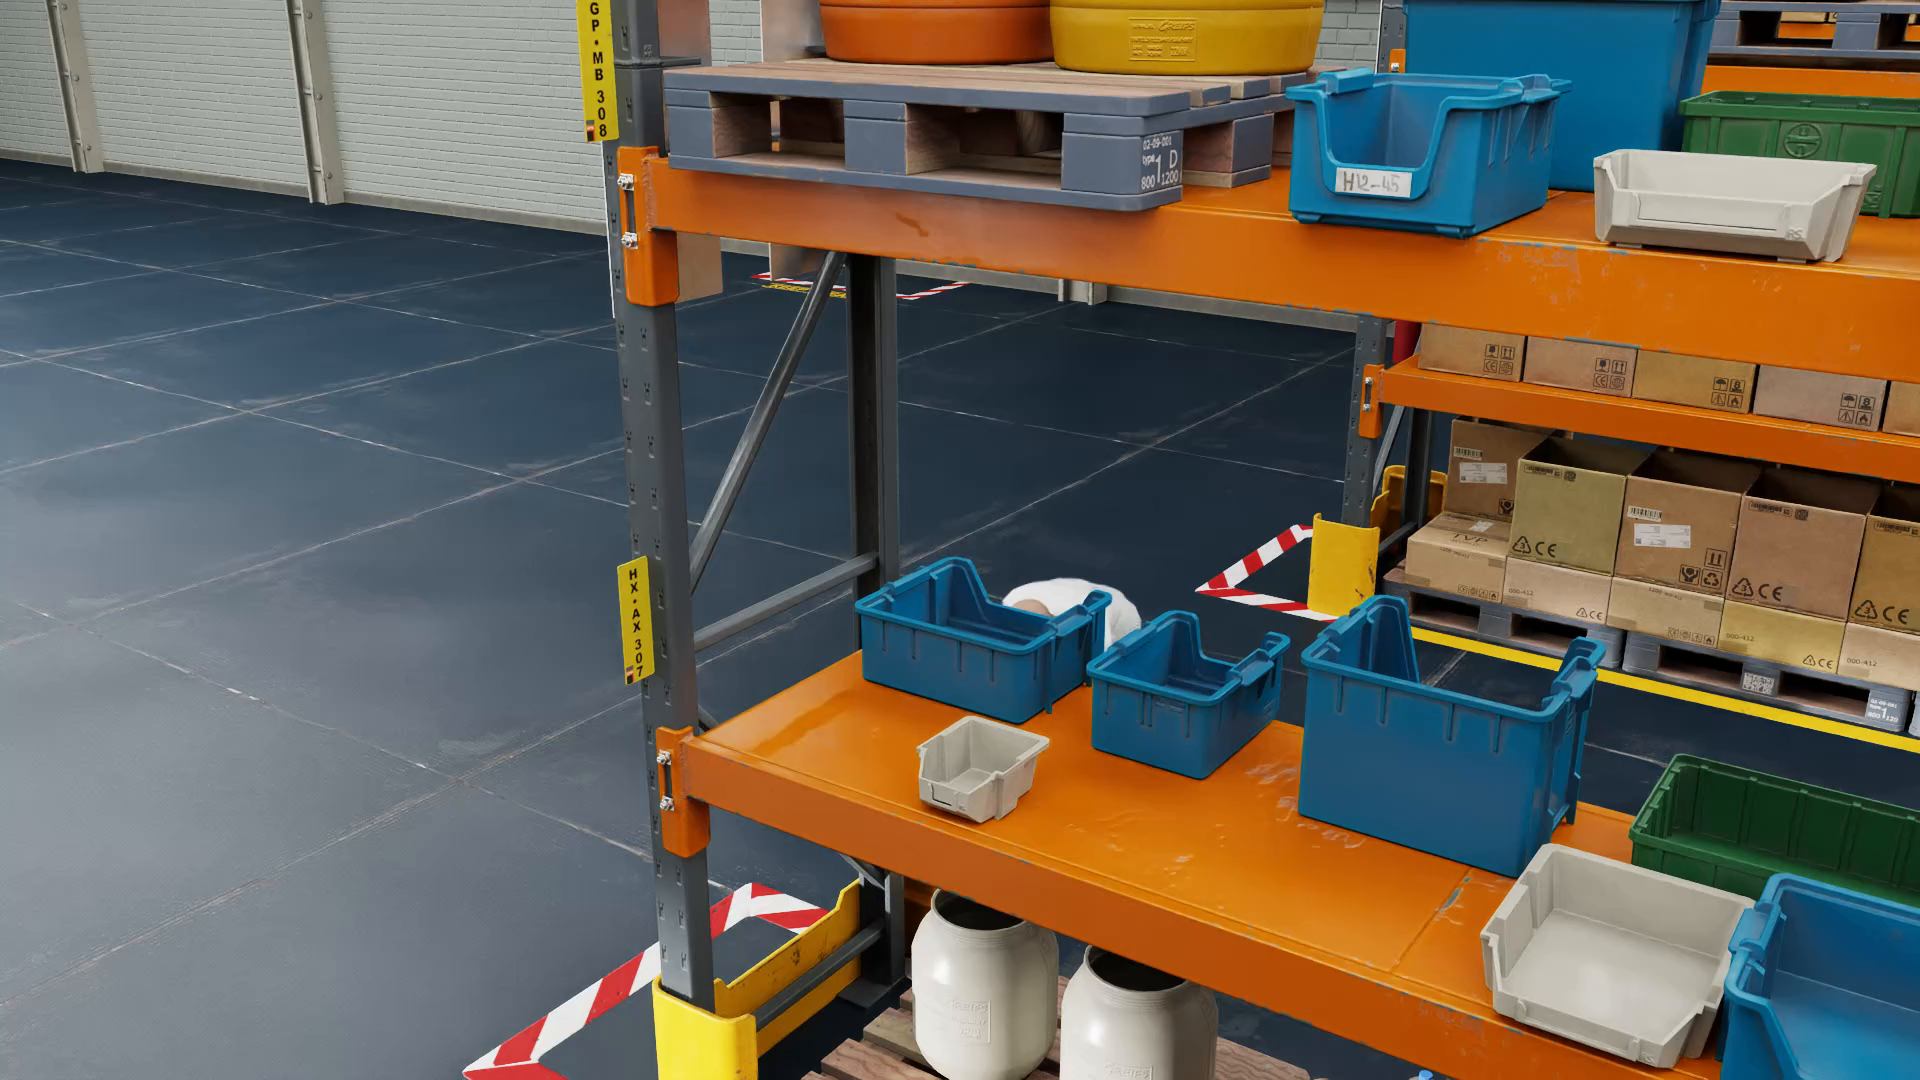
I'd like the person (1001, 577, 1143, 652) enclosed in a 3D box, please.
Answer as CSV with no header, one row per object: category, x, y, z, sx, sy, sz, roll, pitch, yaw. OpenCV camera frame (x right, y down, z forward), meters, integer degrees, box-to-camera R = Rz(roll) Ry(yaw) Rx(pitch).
person,0.404,0.591,6.589,0.589,1.003,0.942,12,23,30
